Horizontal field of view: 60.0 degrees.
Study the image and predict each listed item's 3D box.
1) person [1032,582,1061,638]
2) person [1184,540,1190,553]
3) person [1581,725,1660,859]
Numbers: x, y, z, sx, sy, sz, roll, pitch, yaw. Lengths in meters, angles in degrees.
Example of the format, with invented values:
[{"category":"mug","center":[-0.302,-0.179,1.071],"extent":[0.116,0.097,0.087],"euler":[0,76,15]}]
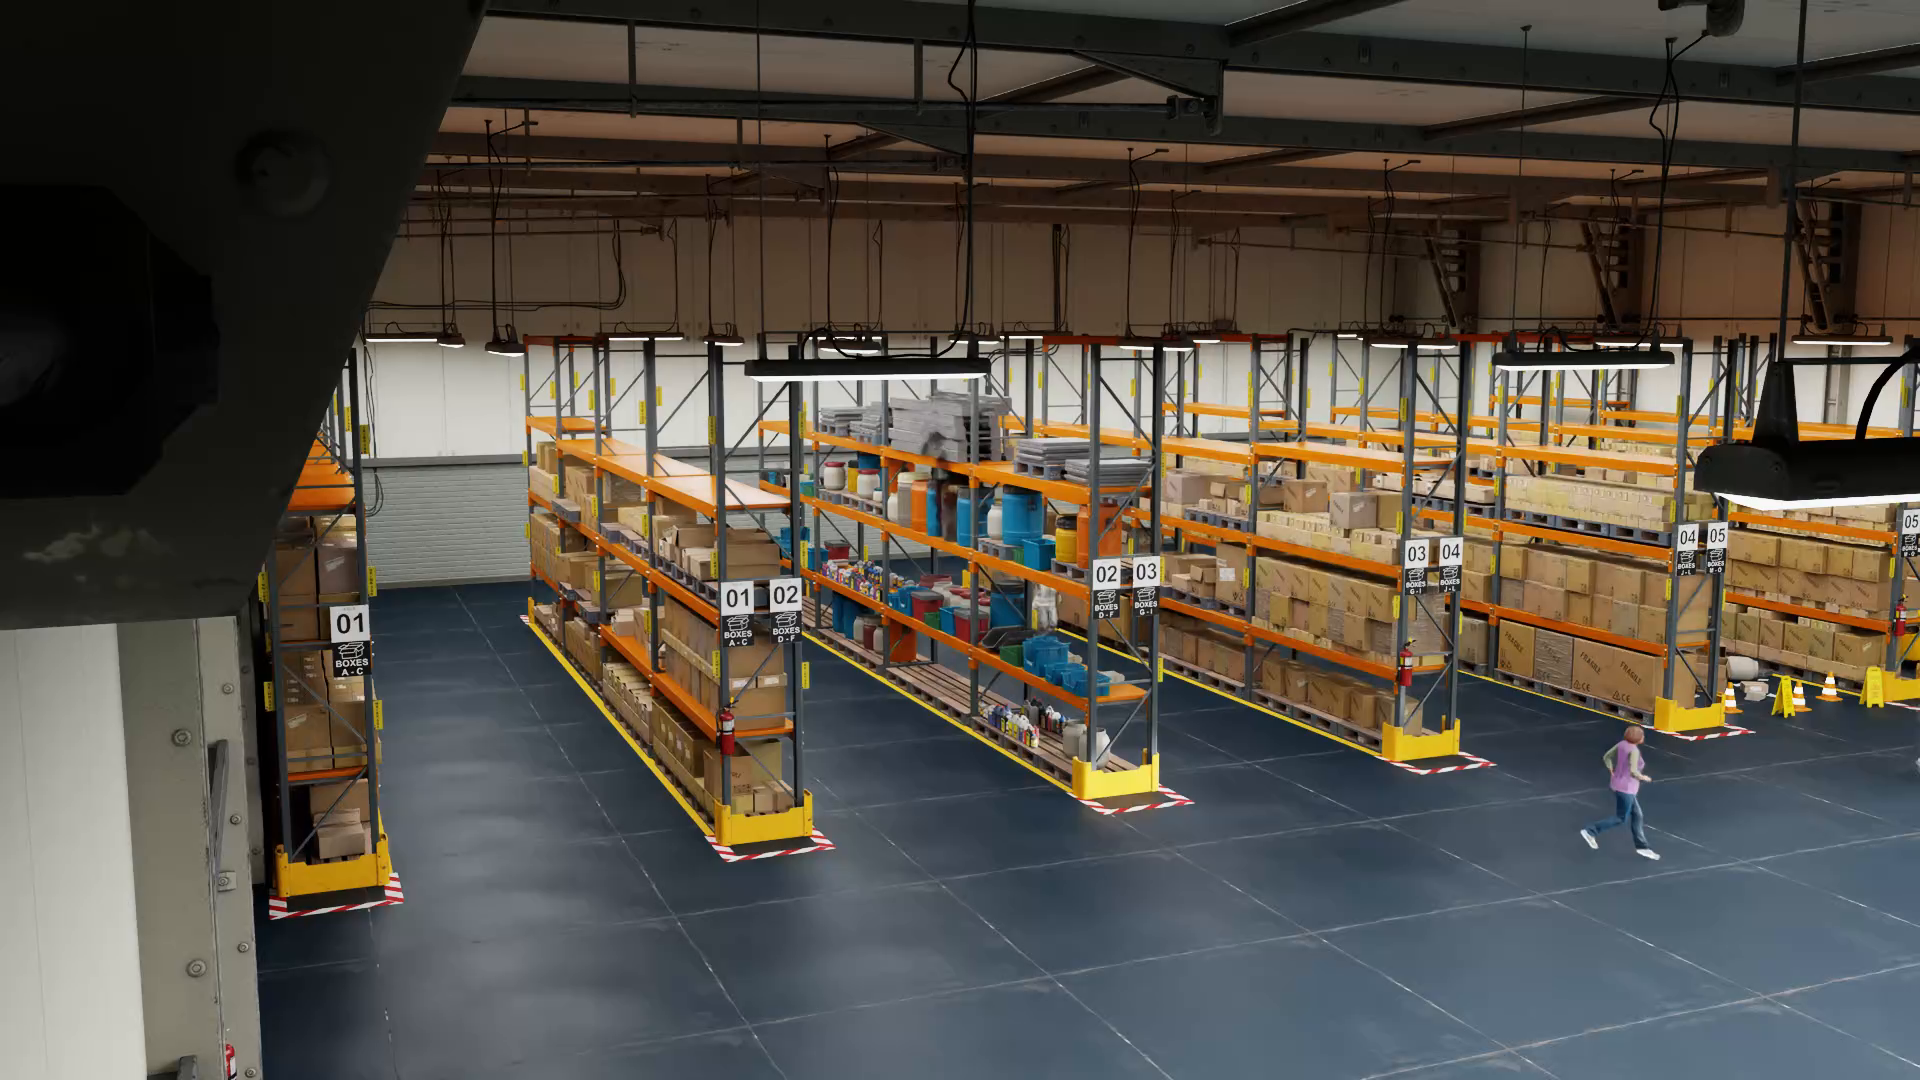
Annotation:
[{"category":"person","center":[1.615,1.222,31.321],"extent":[0.695,1.694,0.599],"euler":[-4,9,-30]},{"category":"person","center":[5.683,-0.014,41.648],"extent":[0.721,1.688,0.606],"euler":[3,8,19]},{"category":"person","center":[7.780,2.958,19.539],"extent":[0.919,1.592,0.564],"euler":[0,8,1]}]
